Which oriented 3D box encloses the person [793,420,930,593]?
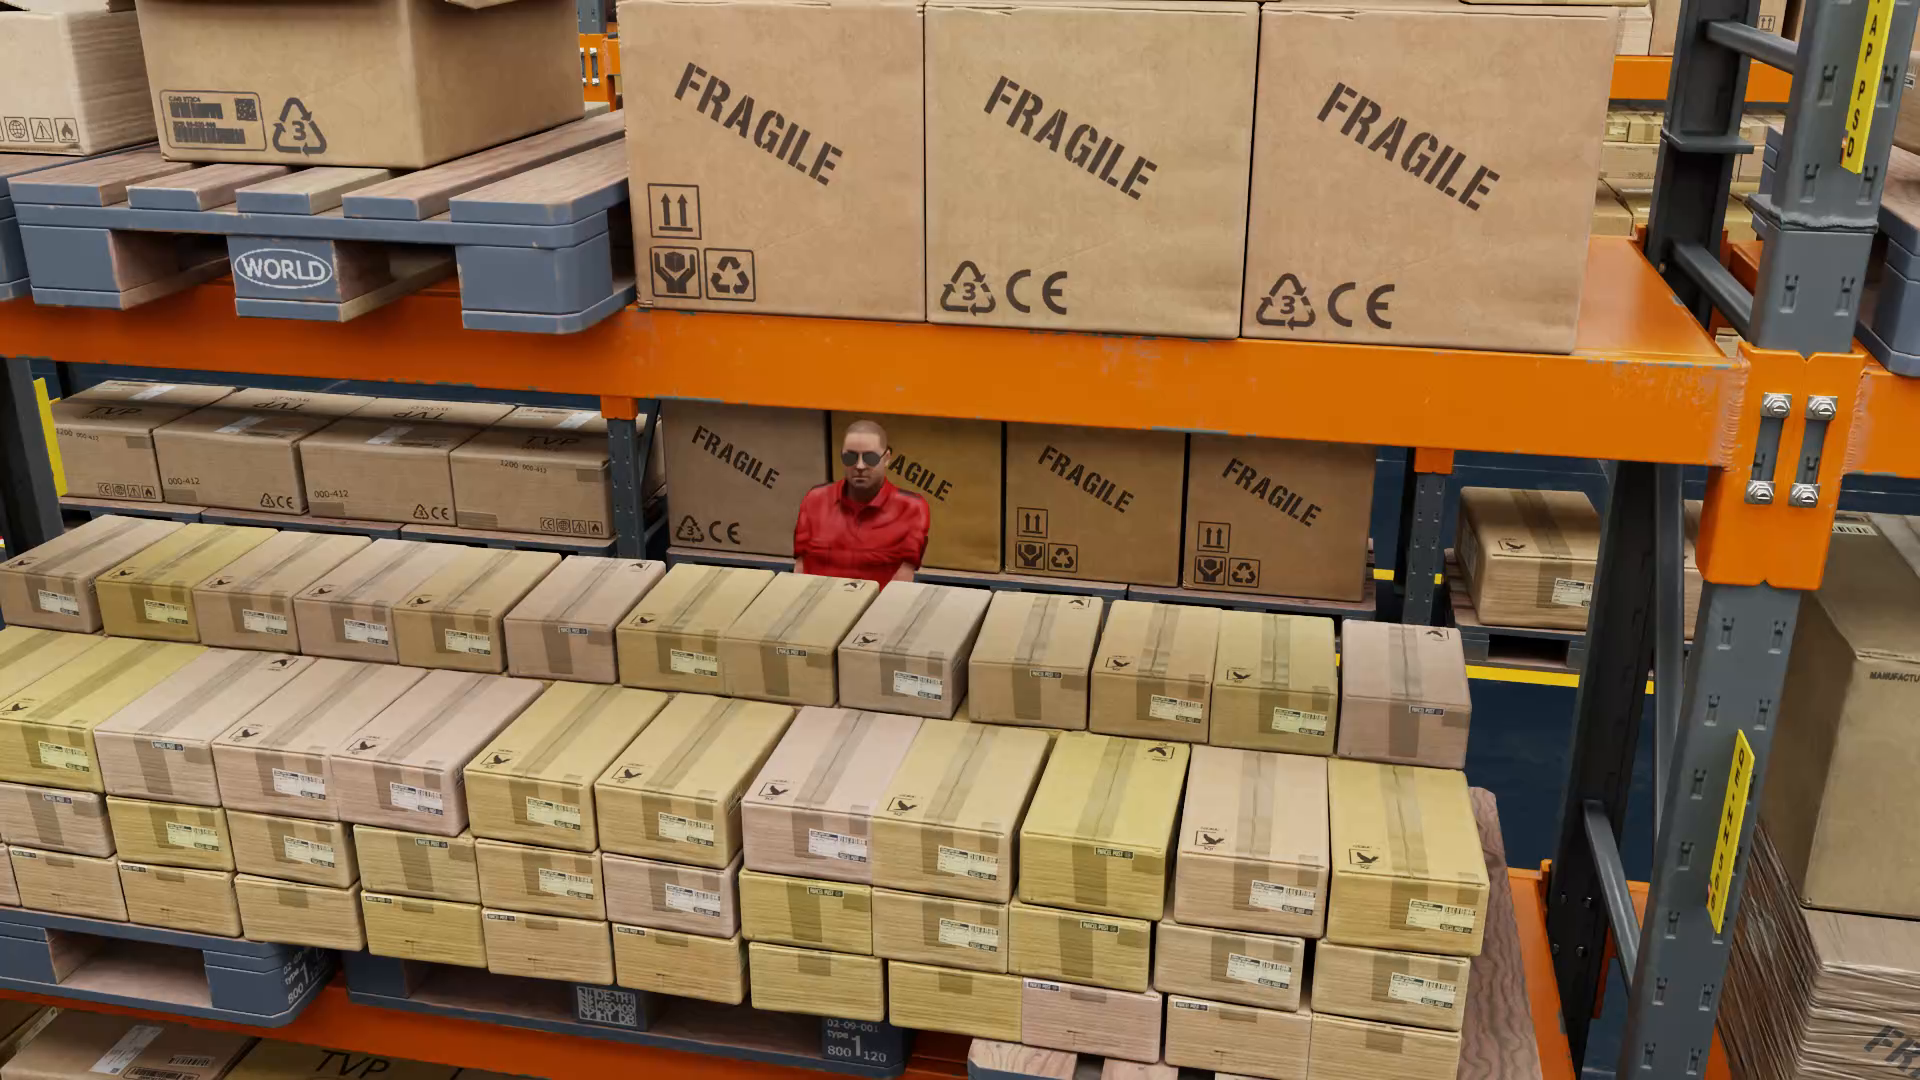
[{"bbox_3d":[-0.377,0.438,6.007,0.494,1.718,0.538,5,22,12],"label":"person"}]
